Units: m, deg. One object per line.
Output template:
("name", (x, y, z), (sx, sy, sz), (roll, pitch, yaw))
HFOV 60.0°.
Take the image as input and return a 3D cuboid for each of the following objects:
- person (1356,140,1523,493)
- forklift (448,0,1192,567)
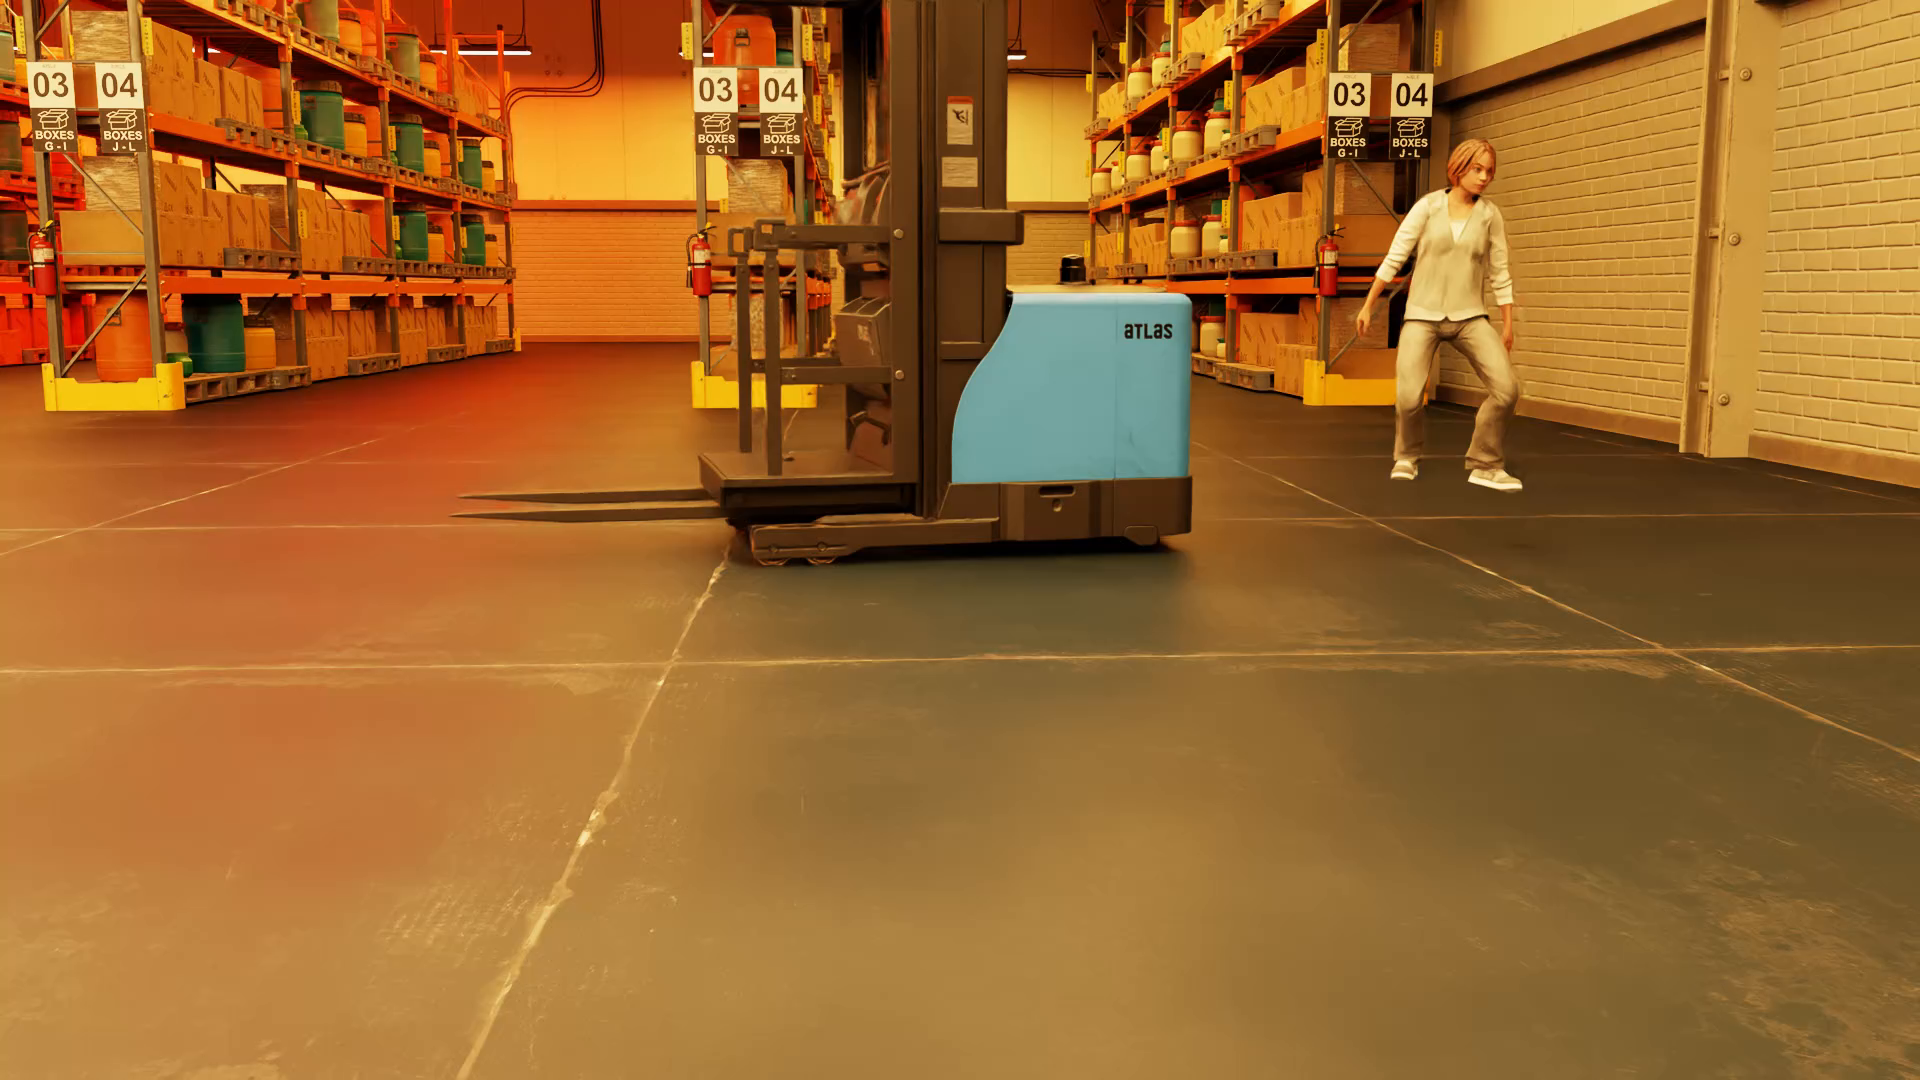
("person", (2.096, -0.964, 7.232), (0.722, 1.503, 0.438), (2, 9, 13))
("forklift", (-0.593, -1.427, 6.940), (3.031, 2.935, 1.130), (-2, 9, -14))
